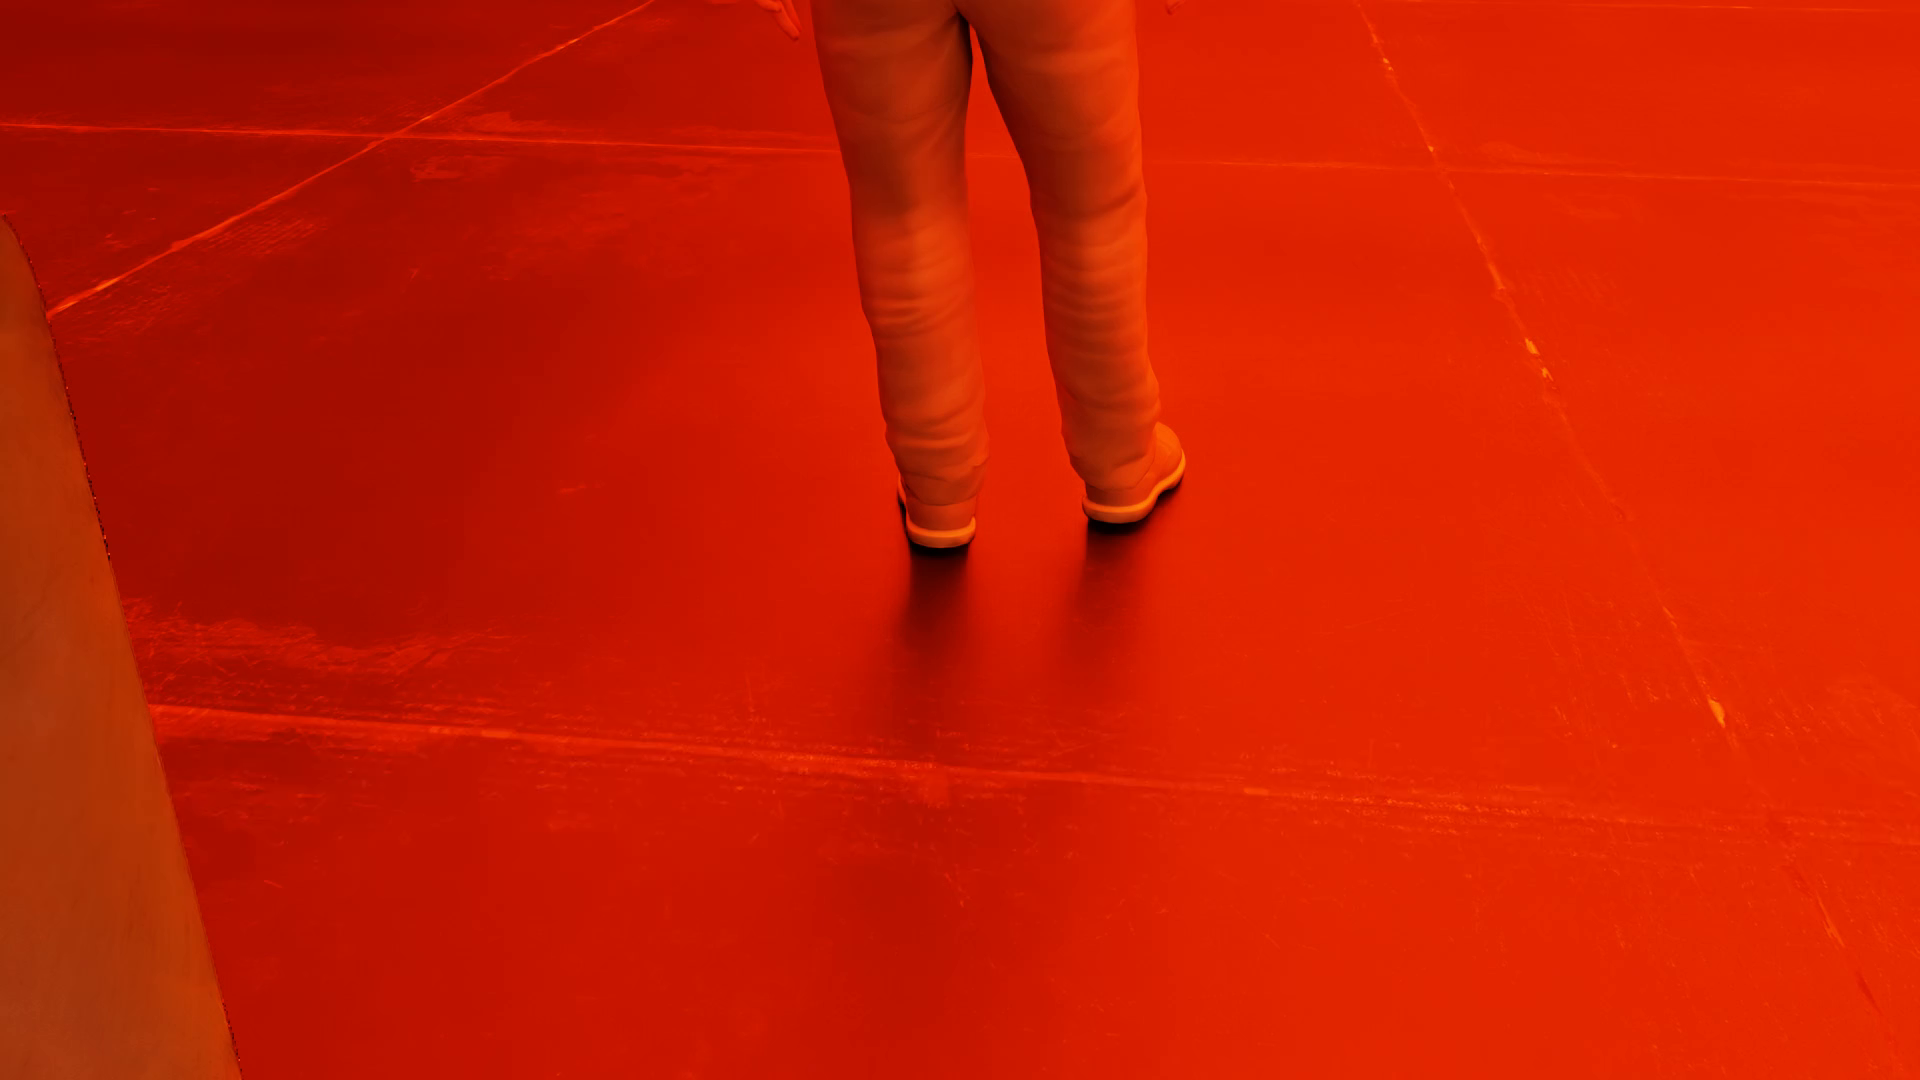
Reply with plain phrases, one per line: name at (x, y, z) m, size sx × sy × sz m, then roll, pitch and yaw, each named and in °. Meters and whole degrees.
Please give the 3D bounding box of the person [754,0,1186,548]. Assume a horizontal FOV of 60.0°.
person at (0.023, -0.820, 2.189) m, size 0.641 × 1.728 × 0.550 m, roll 3°, pitch 27°, yaw 7°
